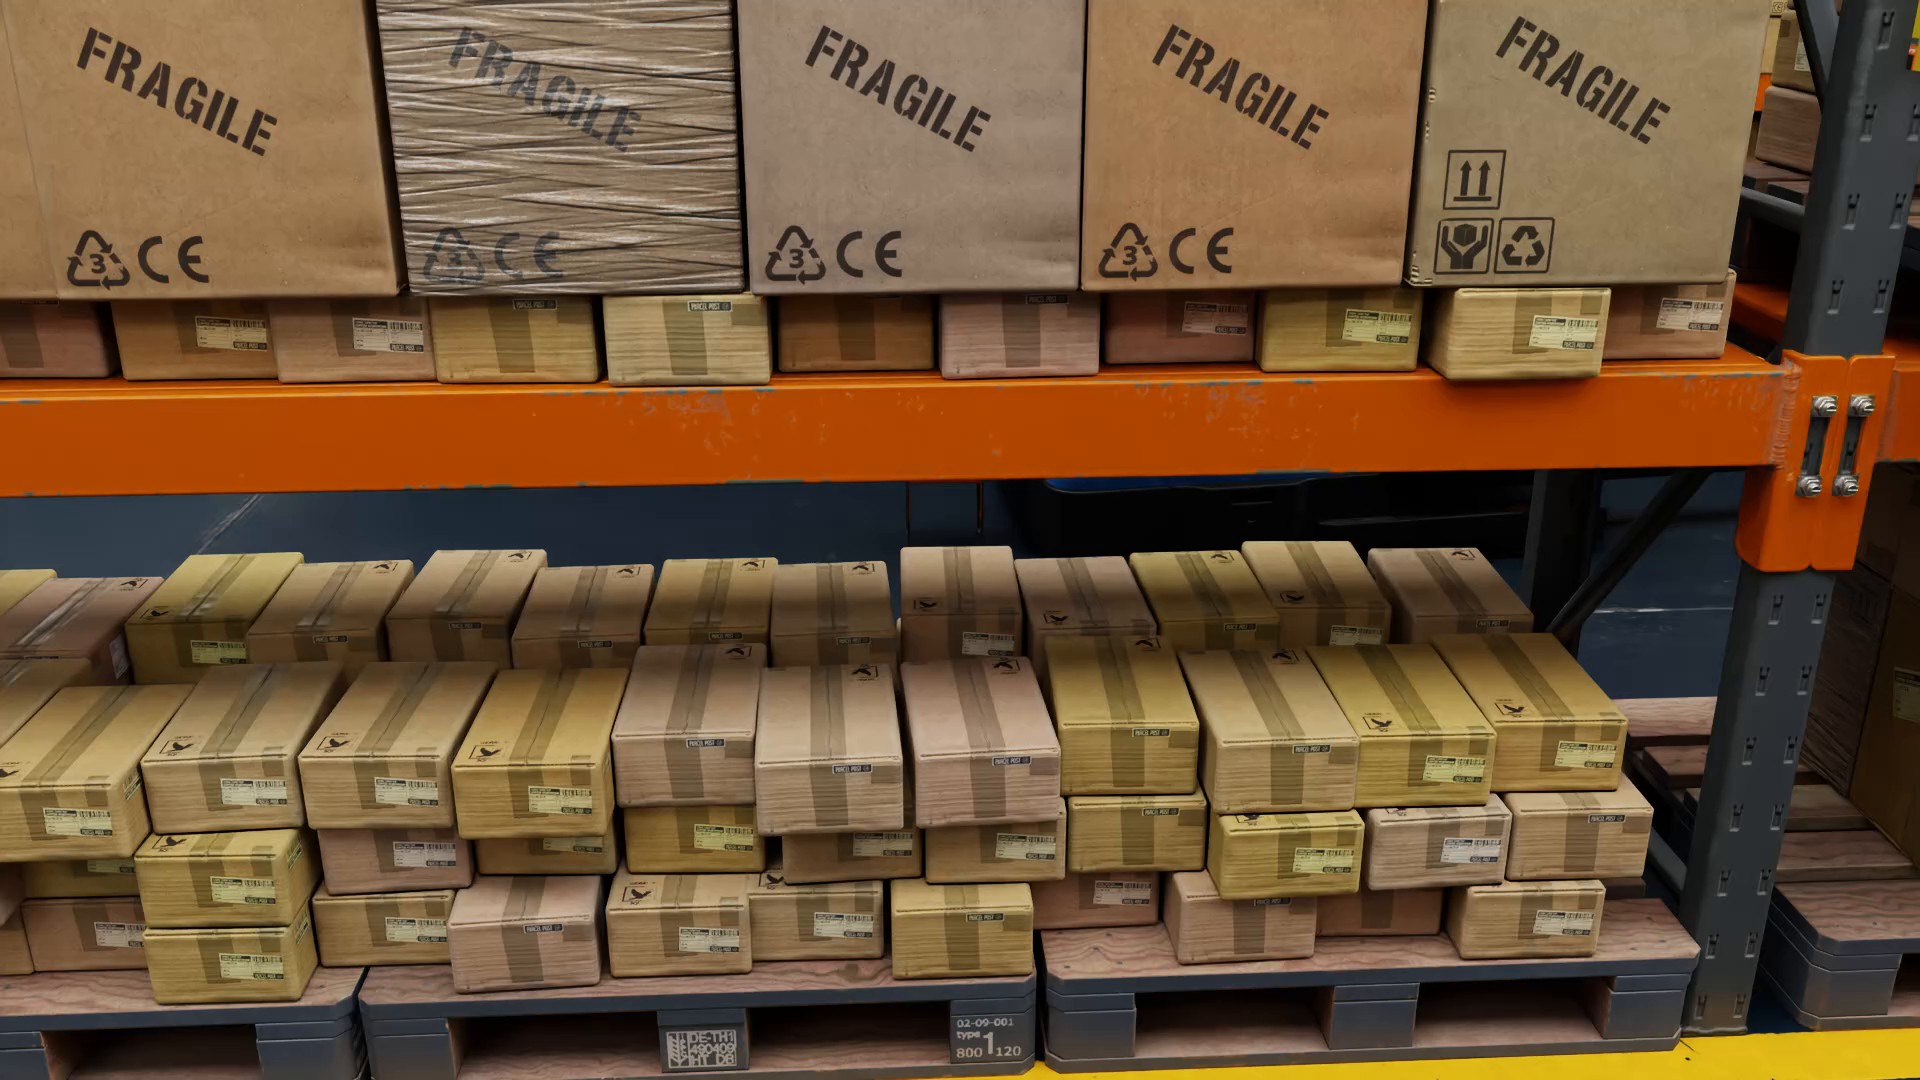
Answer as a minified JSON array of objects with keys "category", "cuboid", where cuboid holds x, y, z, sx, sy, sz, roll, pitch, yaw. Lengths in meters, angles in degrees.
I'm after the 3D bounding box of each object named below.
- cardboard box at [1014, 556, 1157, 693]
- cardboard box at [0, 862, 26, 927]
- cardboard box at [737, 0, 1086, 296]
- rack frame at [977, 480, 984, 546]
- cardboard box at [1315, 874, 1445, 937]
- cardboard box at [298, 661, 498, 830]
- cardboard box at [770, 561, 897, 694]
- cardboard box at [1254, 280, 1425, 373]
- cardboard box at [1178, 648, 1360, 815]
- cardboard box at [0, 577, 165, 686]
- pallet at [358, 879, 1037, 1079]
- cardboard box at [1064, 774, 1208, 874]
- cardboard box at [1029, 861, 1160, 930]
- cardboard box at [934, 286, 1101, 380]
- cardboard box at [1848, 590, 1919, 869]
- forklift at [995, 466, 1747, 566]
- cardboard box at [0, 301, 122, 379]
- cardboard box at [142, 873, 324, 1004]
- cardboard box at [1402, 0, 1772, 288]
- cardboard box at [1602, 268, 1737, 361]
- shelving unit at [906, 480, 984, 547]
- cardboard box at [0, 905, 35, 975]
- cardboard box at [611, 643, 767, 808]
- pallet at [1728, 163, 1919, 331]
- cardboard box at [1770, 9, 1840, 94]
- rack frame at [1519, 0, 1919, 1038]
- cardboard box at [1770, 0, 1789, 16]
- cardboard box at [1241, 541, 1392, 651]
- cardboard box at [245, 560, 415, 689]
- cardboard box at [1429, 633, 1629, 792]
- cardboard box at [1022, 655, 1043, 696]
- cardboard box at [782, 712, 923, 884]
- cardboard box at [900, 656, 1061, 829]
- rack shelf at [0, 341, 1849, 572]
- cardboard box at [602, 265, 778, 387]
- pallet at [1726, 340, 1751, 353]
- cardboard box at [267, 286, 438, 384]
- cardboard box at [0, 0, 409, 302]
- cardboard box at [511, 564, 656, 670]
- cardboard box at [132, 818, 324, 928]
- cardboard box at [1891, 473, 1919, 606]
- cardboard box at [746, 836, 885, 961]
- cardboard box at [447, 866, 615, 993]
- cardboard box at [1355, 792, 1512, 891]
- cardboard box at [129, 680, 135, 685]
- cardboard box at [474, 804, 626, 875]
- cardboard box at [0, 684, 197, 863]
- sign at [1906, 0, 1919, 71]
[{"category":"cardboard box","cuboid":[0.256,0.173,3.530,0.250,0.149,0.380,-2,21,-4]},{"category":"cardboard box","cuboid":[-1.780,0.535,2.999,0.250,0.149,0.380,-1,21,-3]},{"category":"cardboard box","cuboid":[-0.083,-0.694,2.670,0.500,0.500,0.500,-1,21,-3]},{"category":"rack frame","cuboid":[0.068,-0.492,5.438,0.008,1.050,0.200,-1,21,-3]},{"category":"cardboard box","cuboid":[0.763,0.602,3.240,0.250,0.149,0.380,-1,21,-2]},{"category":"cardboard box","cuboid":[-1.004,0.366,3.024,0.250,0.149,0.380,0,21,-1]},{"category":"cardboard box","cuboid":[-0.270,0.185,3.501,0.250,0.149,0.380,-2,21,-5]},{"category":"cardboard box","cuboid":[0.606,-0.404,2.820,0.250,0.149,0.380,0,21,-1]},{"category":"cardboard box","cuboid":[0.558,0.346,3.077,0.250,0.149,0.380,-1,21,-4]},{"category":"cardboard box","cuboid":[-1.826,0.215,3.420,0.250,0.149,0.380,-1,21,-2]},{"category":"pallet","cuboid":[-0.490,0.717,3.442,1.213,0.211,1.003,-1,21,-3]},{"category":"cardboard box","cuboid":[0.311,0.470,3.170,0.250,0.149,0.380,-1,21,-3]},{"category":"cardboard box","cuboid":[0.233,0.593,3.265,0.250,0.149,0.380,-2,21,-4]},{"category":"cardboard box","cuboid":[0.078,-0.391,2.786,0.250,0.149,0.380,-2,21,-5]},{"category":"cardboard box","cuboid":[2.152,0.413,3.244,0.500,0.500,0.500,0,21,-1]},{"category":"forklift","cuboid":[1.676,-1.500,5.440,3.031,2.935,1.130,-4,21,-10]},{"category":"cardboard box","cuboid":[-1.478,-0.390,2.783,0.250,0.149,0.380,0,21,-1]},{"category":"cardboard box","cuboid":[-1.287,0.674,3.052,0.250,0.149,0.380,-1,21,-2]},{"category":"cardboard box","cuboid":[0.933,-0.714,2.722,0.500,0.500,0.500,-1,21,-3]},{"category":"cardboard box","cuboid":[1.127,-0.432,2.893,0.250,0.149,0.380,-1,21,-4]},{"category":"shelving unit","cuboid":[-0.053,-0.490,5.431,0.252,1.050,0.215,-1,21,-3]},{"category":"cardboard box","cuboid":[-1.796,0.647,3.121,0.250,0.149,0.380,-1,21,-3]},{"category":"cardboard box","cuboid":[-0.493,0.338,3.098,0.250,0.149,0.380,-1,21,-3]},{"category":"pallet","cuboid":[2.171,-0.513,3.022,1.213,0.211,1.003,-1,21,-3]},{"category":"cardboard box","cuboid":[1.785,-0.935,3.205,0.250,0.149,0.380,-1,21,-1]},{"category":"rack frame","cuboid":[1.399,-0.639,3.082,0.127,3.000,1.000,-1,21,-3]},{"category":"cardboard box","cuboid":[3.519,-2.510,7.507,0.500,0.250,0.500,-2,21,-4]},{"category":"cardboard box","cuboid":[0.765,0.137,3.625,0.250,0.149,0.380,0,21,0]},{"category":"cardboard box","cuboid":[-1.313,0.182,3.507,0.250,0.149,0.380,-2,21,-5]},{"category":"cardboard box","cuboid":[1.059,0.319,3.147,0.250,0.149,0.380,-1,21,-2]},{"category":"cardboard box","cuboid":[0.261,0.311,3.586,0.250,0.149,0.380,-2,21,-6]},{"category":"cardboard box","cuboid":[-0.211,0.480,3.143,0.250,0.149,0.380,-2,21,-6]},{"category":"cardboard box","cuboid":[0.029,0.362,3.035,0.250,0.149,0.380,-2,21,-6]},{"category":"rack shelf","cuboid":[-0.597,-0.262,3.104,4.000,0.370,1.077,-1,21,-3]},{"category":"cardboard box","cuboid":[-0.429,-0.375,2.743,0.250,0.149,0.380,-1,21,-2]},{"category":"pallet","cuboid":[4.218,-1.184,8.433,1.213,0.211,1.003,-1,21,-3]},{"category":"cardboard box","cuboid":[-0.958,-0.382,2.762,0.250,0.149,0.380,-2,21,-4]},{"category":"cardboard box","cuboid":[-1.108,-0.679,2.631,0.500,0.500,0.500,-1,21,-2]},{"category":"cardboard box","cuboid":[-0.778,0.191,3.484,0.250,0.149,0.380,-2,21,-5]},{"category":"cardboard box","cuboid":[-1.278,0.532,3.007,0.250,0.149,0.380,-1,21,-1]},{"category":"cardboard box","cuboid":[2.152,0.062,3.112,0.500,0.250,0.500,-2,21,-5]},{"category":"cardboard box","cuboid":[-0.270,0.629,3.170,0.250,0.149,0.380,-1,21,-2]},{"category":"cardboard box","cuboid":[-0.784,0.661,3.087,0.250,0.149,0.380,-2,21,-6]},{"category":"cardboard box","cuboid":[0.834,0.488,3.123,0.250,0.149,0.380,-2,21,-6]},{"category":"cardboard box","cuboid":[-1.820,0.342,3.507,0.250,0.149,0.380,-2,21,-4]},{"category":"cardboard box","cuboid":[-0.750,0.472,3.163,0.250,0.149,0.380,0,21,0]},{"category":"cardboard box","cuboid":[-1.524,0.403,2.927,0.250,0.149,0.380,-1,21,-3]},{"category":"sign","cuboid":[1.438,-0.850,2.422,0.005,0.325,0.100,-1,21,-3]}]
